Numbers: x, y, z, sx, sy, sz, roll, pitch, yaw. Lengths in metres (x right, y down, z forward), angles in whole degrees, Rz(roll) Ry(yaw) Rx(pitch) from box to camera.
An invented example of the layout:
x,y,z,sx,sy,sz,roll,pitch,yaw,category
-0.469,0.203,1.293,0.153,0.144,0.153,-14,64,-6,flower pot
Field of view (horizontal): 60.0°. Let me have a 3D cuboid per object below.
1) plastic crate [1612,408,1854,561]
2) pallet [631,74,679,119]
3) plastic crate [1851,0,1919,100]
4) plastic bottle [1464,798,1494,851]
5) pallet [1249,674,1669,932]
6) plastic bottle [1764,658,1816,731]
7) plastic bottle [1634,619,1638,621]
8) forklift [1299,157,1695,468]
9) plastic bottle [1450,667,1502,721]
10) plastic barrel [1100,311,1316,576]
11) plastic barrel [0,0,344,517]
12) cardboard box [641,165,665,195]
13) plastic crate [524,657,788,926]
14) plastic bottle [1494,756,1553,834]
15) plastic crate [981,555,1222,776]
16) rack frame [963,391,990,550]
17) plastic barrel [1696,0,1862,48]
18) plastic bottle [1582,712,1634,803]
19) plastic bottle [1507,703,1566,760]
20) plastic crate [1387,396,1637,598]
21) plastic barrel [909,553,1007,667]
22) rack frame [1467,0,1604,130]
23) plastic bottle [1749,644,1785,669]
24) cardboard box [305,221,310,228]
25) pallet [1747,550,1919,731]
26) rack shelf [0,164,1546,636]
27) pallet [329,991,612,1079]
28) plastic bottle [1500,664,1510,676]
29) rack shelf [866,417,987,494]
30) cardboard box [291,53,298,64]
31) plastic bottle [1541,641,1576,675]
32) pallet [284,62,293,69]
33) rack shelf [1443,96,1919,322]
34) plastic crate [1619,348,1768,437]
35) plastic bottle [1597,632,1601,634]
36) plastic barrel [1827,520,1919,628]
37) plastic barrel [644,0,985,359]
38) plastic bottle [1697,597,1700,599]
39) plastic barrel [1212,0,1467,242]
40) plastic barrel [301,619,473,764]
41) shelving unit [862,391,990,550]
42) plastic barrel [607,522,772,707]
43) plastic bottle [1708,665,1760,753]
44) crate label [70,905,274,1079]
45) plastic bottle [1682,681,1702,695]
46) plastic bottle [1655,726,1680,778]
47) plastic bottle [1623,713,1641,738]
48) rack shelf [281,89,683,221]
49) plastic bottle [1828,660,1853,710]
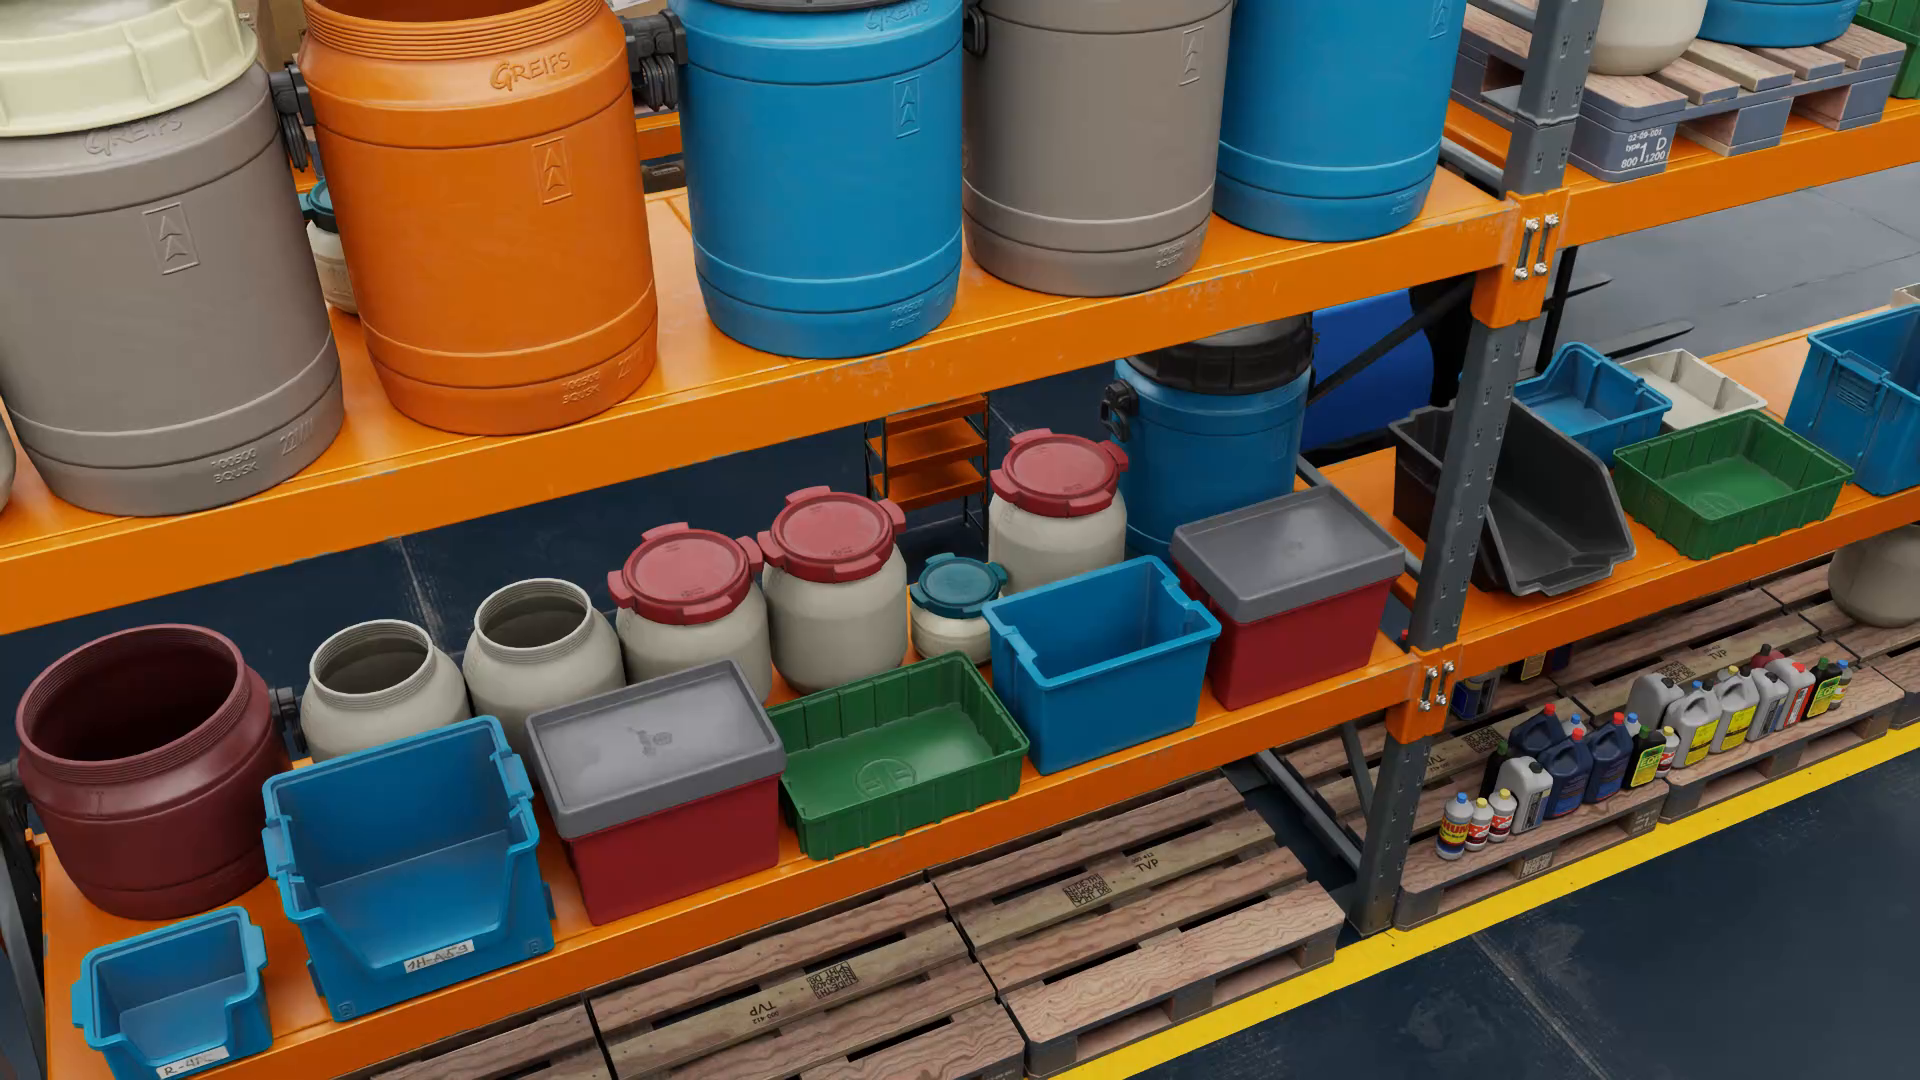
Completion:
x,y,z,sx,sy,sz,roll,pitch,yaw,category
2.607,-0.190,5.666,0.662,0.188,0.450,-16,39,-20,plastic crate
-1.599,-2.563,8.848,1.213,0.211,1.003,-16,39,-20,pallet
2.803,-1.456,4.855,0.450,0.188,0.336,-16,39,-20,plastic crate
1.825,0.994,5.872,0.097,0.201,0.097,0,37,0,plastic bottle
1.884,0.889,6.374,1.213,0.211,1.003,-16,39,-20,pallet
3.164,0.571,6.379,0.135,0.276,0.152,-15,39,-20,plastic bottle
2.796,0.201,6.883,0.097,0.271,0.097,0,37,0,plastic bottle
2.440,-1.926,7.886,3.031,2.935,1.130,-16,40,-21,forklift
1.979,0.540,6.421,0.135,0.276,0.152,-16,39,-20,plastic bottle
0.780,-0.351,5.284,0.708,0.901,0.600,-16,39,-20,plastic barrel
-1.527,-0.568,3.059,0.600,0.901,0.600,0,37,0,plastic barrel
-1.851,-1.673,9.217,0.500,0.500,0.700,-16,39,-20,cardboard box
-0.769,0.659,4.290,0.583,0.464,0.402,-16,39,-20,plastic crate
2.014,0.893,5.945,0.135,0.276,0.152,-14,39,-18,plastic bottle
0.392,0.370,4.747,0.575,0.384,0.392,-16,39,-20,plastic crate
0.071,-0.502,7.419,0.015,1.200,0.240,-16,39,-20,rack frame
2.205,-1.853,4.439,0.708,0.901,0.600,-16,39,-20,plastic barrel
2.337,0.775,6.041,0.185,0.351,0.144,-17,40,-22,plastic bottle
2.104,0.745,6.082,0.185,0.351,0.144,-16,39,-20,plastic bottle
1.787,-0.123,5.450,0.504,0.338,0.767,-16,39,-20,plastic crate
-0.005,0.224,5.046,0.301,0.262,0.301,0,37,0,plastic barrel
1.259,-2.493,3.558,0.127,3.000,1.000,-16,39,-20,rack frame
3.118,0.511,6.454,0.133,0.283,0.061,-16,39,-20,plastic bottle
-3.397,-1.542,8.410,0.500,0.250,0.500,-11,38,-15,cardboard box
4.093,0.271,7.207,1.213,0.211,1.003,-16,39,-20,pallet
-0.552,-0.493,3.983,4.000,0.370,1.077,-16,39,-20,rack shelf
-1.645,1.874,5.047,1.213,0.211,1.003,-16,39,-20,pallet
2.185,0.355,6.608,0.185,0.351,0.144,-16,39,-20,plastic bottle
-0.150,-0.386,7.376,0.480,0.148,0.258,-16,39,-20,rack shelf
-2.852,-2.151,7.905,0.500,0.250,0.500,-17,40,-21,cardboard box
2.380,0.400,6.603,0.133,0.283,0.061,-16,39,-20,plastic bottle
-4.634,-3.788,12.680,1.213,0.211,1.003,-16,39,-20,pallet
3.069,-1.506,5.348,4.000,0.370,1.077,-16,39,-20,rack shelf
2.621,-0.525,6.162,0.437,0.136,0.530,-16,39,-20,plastic crate
2.615,0.279,6.835,0.097,0.201,0.097,0,37,0,plastic bottle
3.863,0.069,6.875,0.421,0.512,0.421,0,37,0,plastic barrel
-0.294,-0.913,3.524,0.708,0.901,0.600,-16,39,-20,plastic barrel
3.106,0.114,6.999,0.097,0.271,0.097,0,37,0,plastic bottle
0.891,-1.244,3.971,0.708,0.901,0.600,-16,39,-20,plastic barrel
-1.522,0.508,4.453,0.421,0.512,0.421,0,37,0,plastic barrel
-0.150,-0.440,7.336,0.503,1.200,0.258,-16,39,-20,shelving unit
-0.756,0.281,4.739,0.433,0.535,0.433,0,37,0,plastic barrel
2.890,0.621,6.250,0.185,0.351,0.144,-14,39,-18,plastic bottle
-1.822,1.092,3.901,0.416,0.233,0.303,-16,39,-20,crate label
2.799,0.627,6.367,0.097,0.201,0.097,0,37,0,plastic bottle
2.603,0.776,6.165,0.097,0.201,0.097,0,37,0,plastic bottle
2.454,0.750,6.142,0.097,0.271,0.097,0,37,0,plastic bottle
-2.656,-1.960,8.478,4.000,0.370,1.077,-16,39,-20,rack shelf
3.403,0.552,6.467,0.097,0.201,0.097,0,37,0,plastic bottle
